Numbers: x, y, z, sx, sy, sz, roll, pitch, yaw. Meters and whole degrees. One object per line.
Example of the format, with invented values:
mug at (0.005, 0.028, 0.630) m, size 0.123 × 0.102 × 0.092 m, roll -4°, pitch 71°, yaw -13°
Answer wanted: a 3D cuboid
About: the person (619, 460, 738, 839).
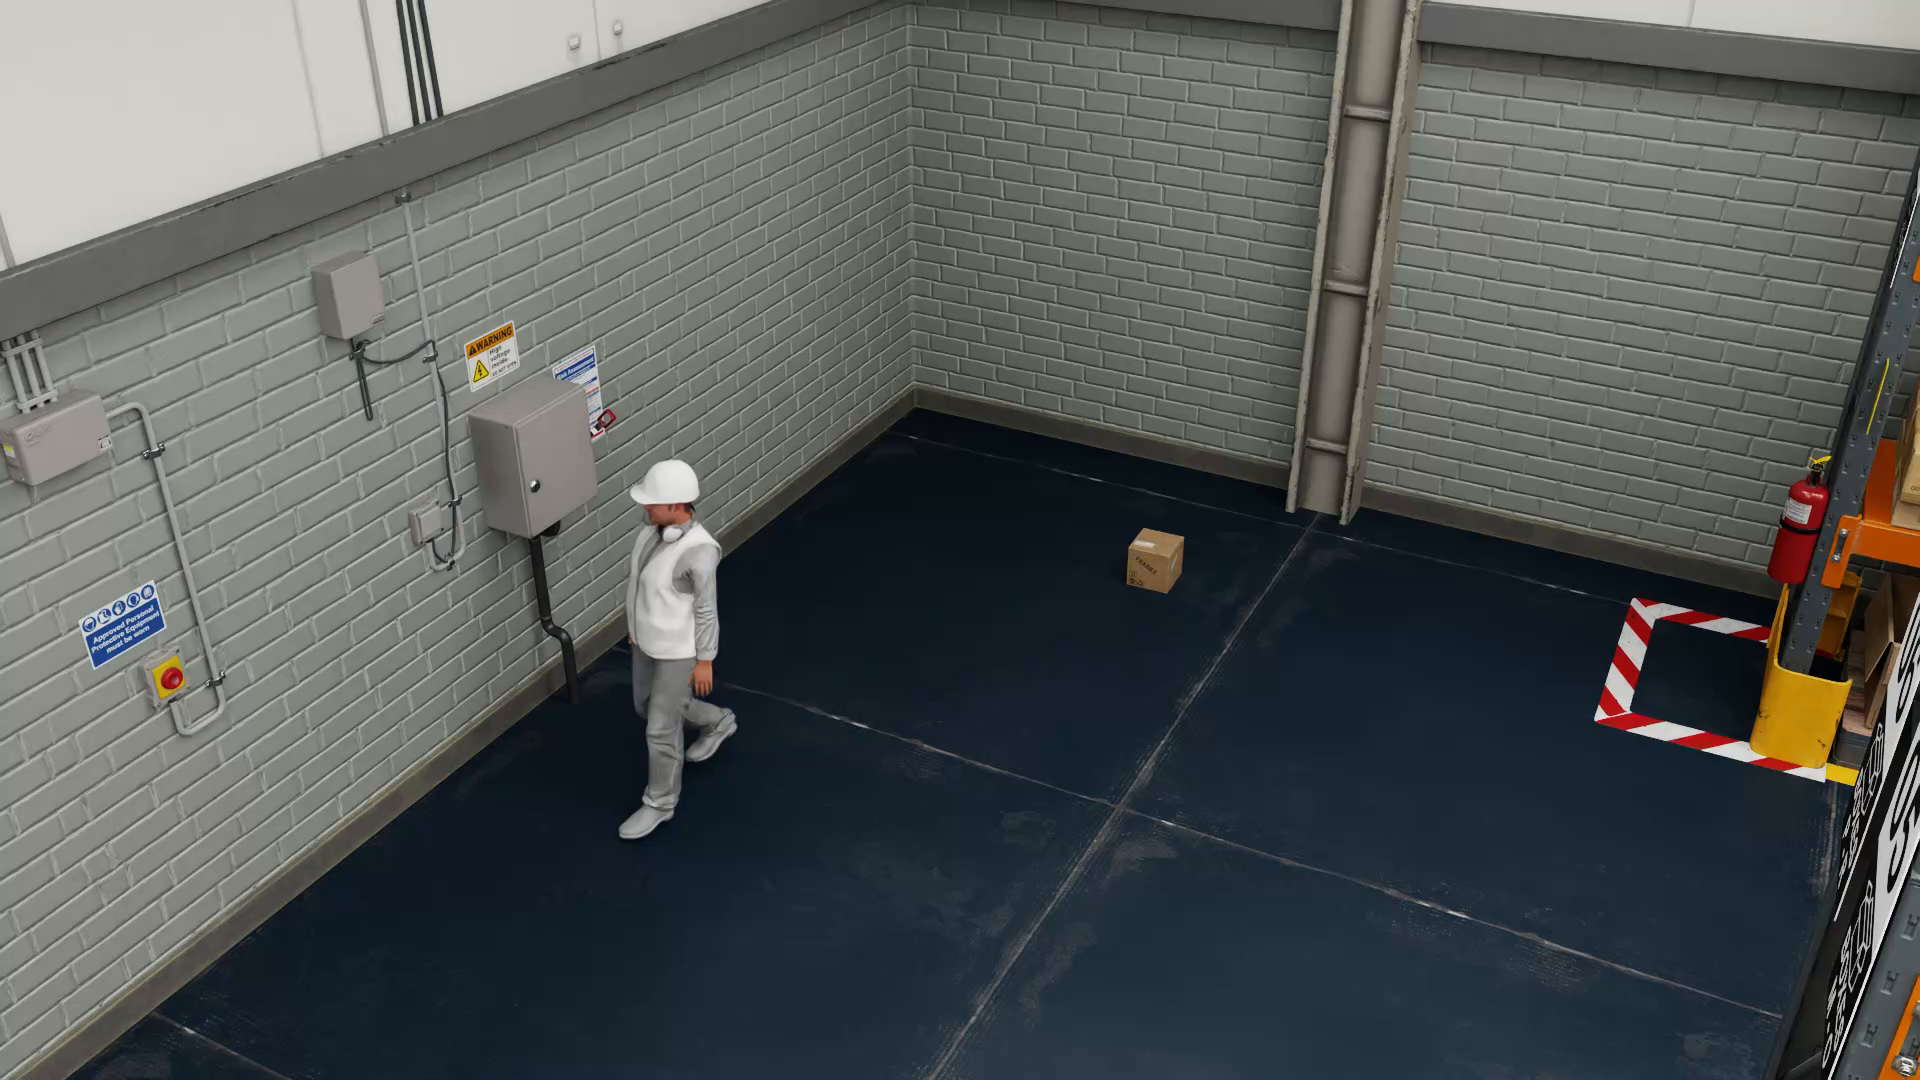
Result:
person at (-1.331, 0.448, 7.484) m, size 0.767 × 1.750 × 0.555 m, roll -20°, pitch 36°, yaw -31°
